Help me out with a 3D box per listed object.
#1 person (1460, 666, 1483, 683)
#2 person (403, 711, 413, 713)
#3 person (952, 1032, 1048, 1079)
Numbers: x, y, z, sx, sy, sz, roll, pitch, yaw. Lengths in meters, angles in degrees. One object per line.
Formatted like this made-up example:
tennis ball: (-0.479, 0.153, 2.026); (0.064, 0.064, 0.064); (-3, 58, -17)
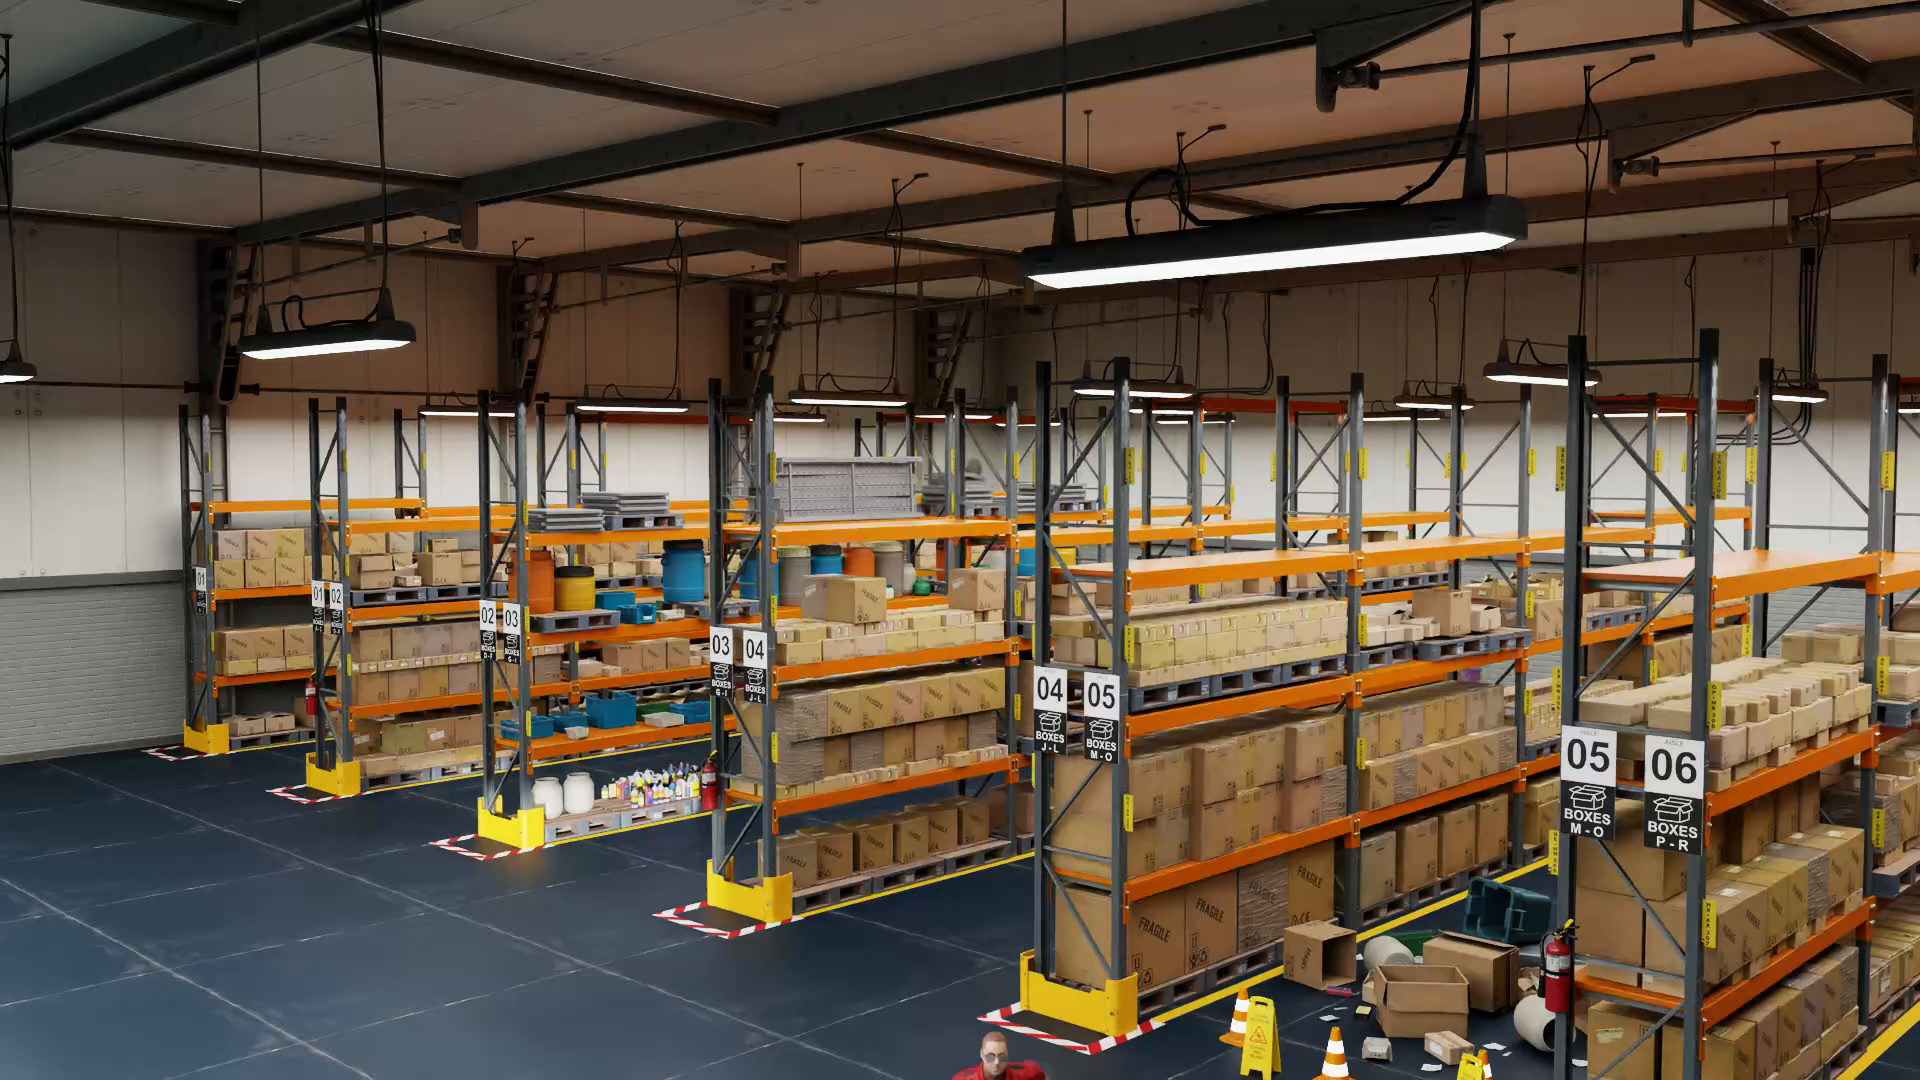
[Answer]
person: (9.535, 2.757, 31.101); (0.511, 1.585, 0.993); (-1, 3, -24)
person: (-9.359, 2.795, 28.264); (0.635, 1.802, 0.789); (2, 4, 38)
person: (0.205, 3.796, 10.093); (0.695, 1.749, 0.997); (0, 3, -4)
